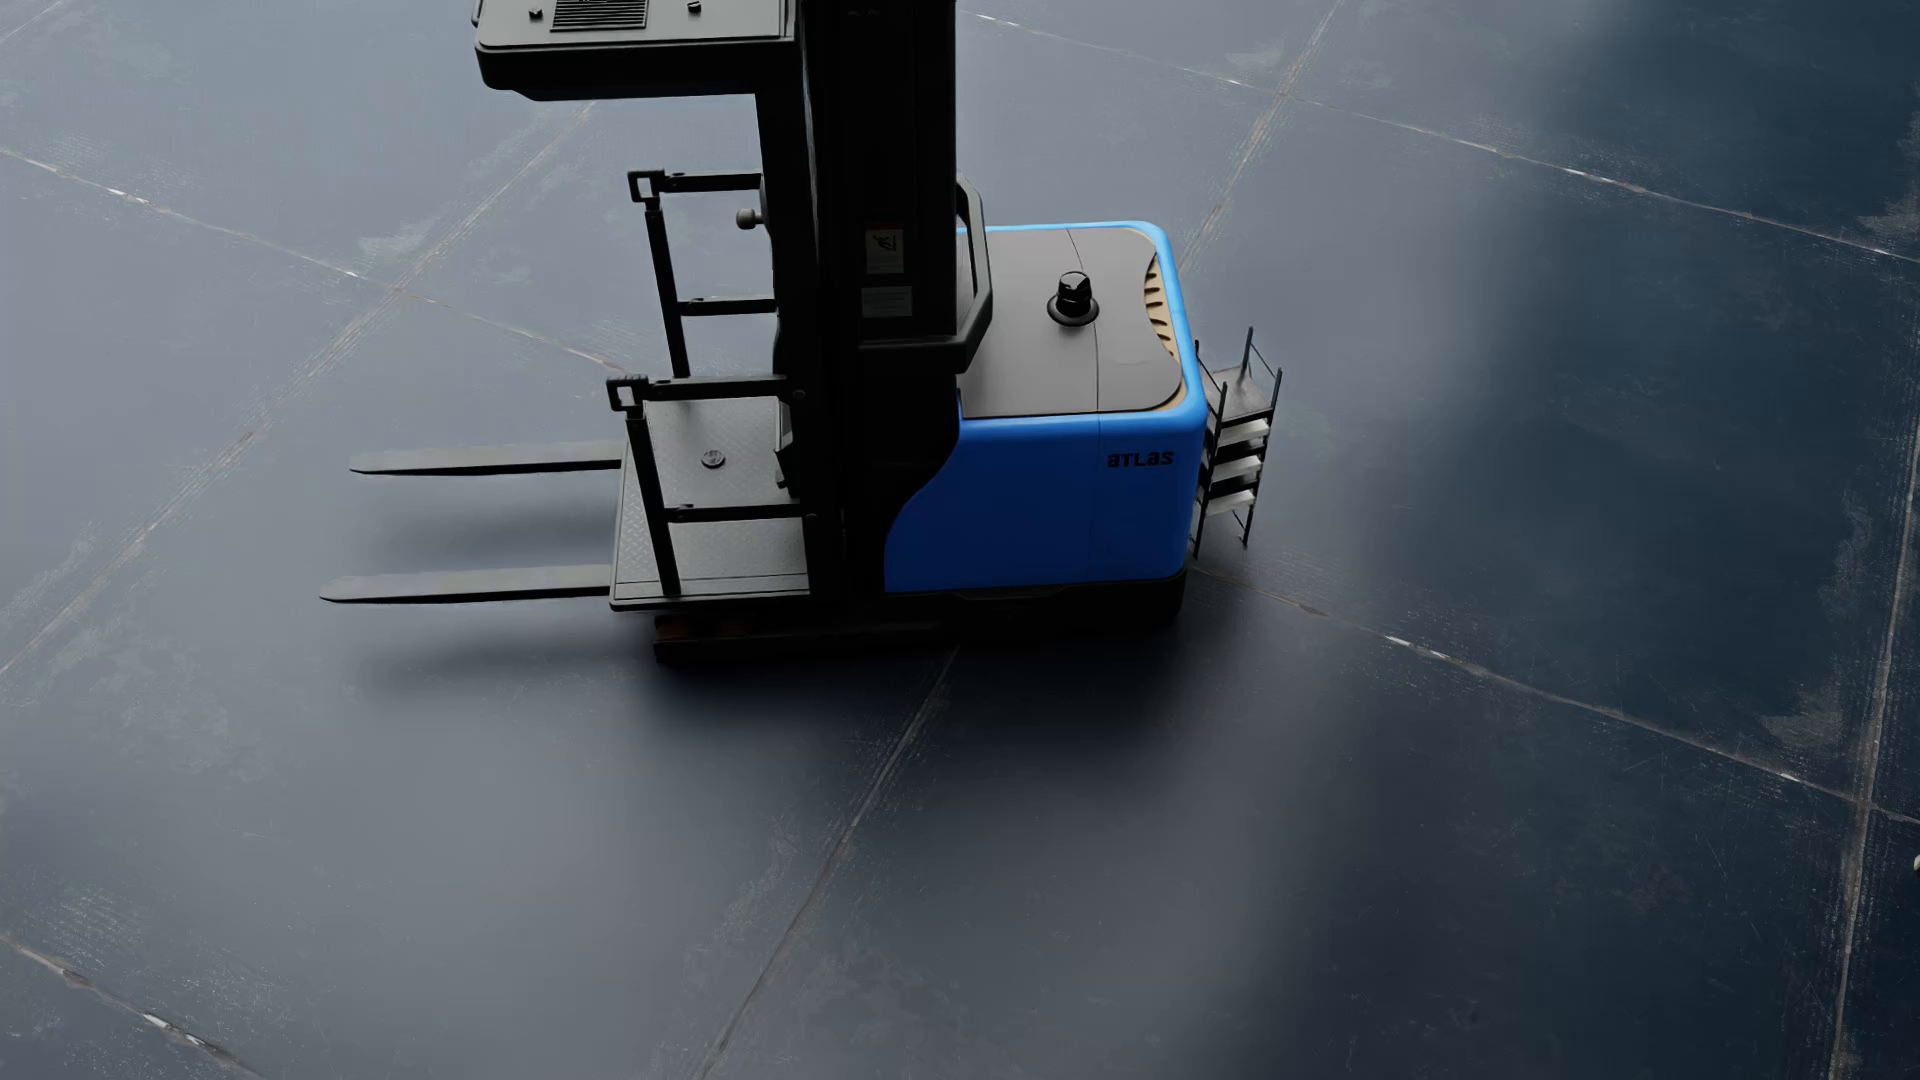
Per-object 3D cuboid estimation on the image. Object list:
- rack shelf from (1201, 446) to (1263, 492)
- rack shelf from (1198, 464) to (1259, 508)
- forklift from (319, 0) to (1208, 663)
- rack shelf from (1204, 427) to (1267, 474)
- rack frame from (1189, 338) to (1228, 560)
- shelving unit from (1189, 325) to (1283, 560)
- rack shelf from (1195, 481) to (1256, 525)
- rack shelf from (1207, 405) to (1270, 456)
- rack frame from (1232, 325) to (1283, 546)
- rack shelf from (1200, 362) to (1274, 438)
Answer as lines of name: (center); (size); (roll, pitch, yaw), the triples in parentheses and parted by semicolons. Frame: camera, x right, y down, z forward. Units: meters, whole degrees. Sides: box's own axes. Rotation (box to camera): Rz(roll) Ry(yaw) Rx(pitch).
rack shelf: (0.937, -0.310, 5.965); (0.200, 0.077, 0.258); (-15, 51, -13)
rack shelf: (0.936, -0.251, 6.033); (0.200, 0.077, 0.258); (-15, 51, -13)
forklift: (-0.743, -0.934, 5.120); (3.031, 2.935, 1.130); (-3, 50, -2)
rack shelf: (0.937, -0.369, 5.897); (0.200, 0.077, 0.258); (-15, 51, -13)
rack frame: (0.841, -0.306, 5.917); (0.006, 0.900, 0.240); (-15, 51, -13)
shelving unit: (0.937, -0.332, 5.940); (0.210, 0.900, 0.258); (-15, 51, -13)
rack shelf: (0.936, -0.192, 6.101); (0.200, 0.077, 0.258); (-15, 51, -13)
rack shelf: (0.937, -0.428, 5.829); (0.200, 0.077, 0.258); (-15, 51, -13)
rack frame: (1.032, -0.357, 5.962); (0.006, 0.900, 0.240); (-15, 51, -13)
rack shelf: (0.938, -0.486, 5.760); (0.200, 0.077, 0.258); (-15, 51, -13)
